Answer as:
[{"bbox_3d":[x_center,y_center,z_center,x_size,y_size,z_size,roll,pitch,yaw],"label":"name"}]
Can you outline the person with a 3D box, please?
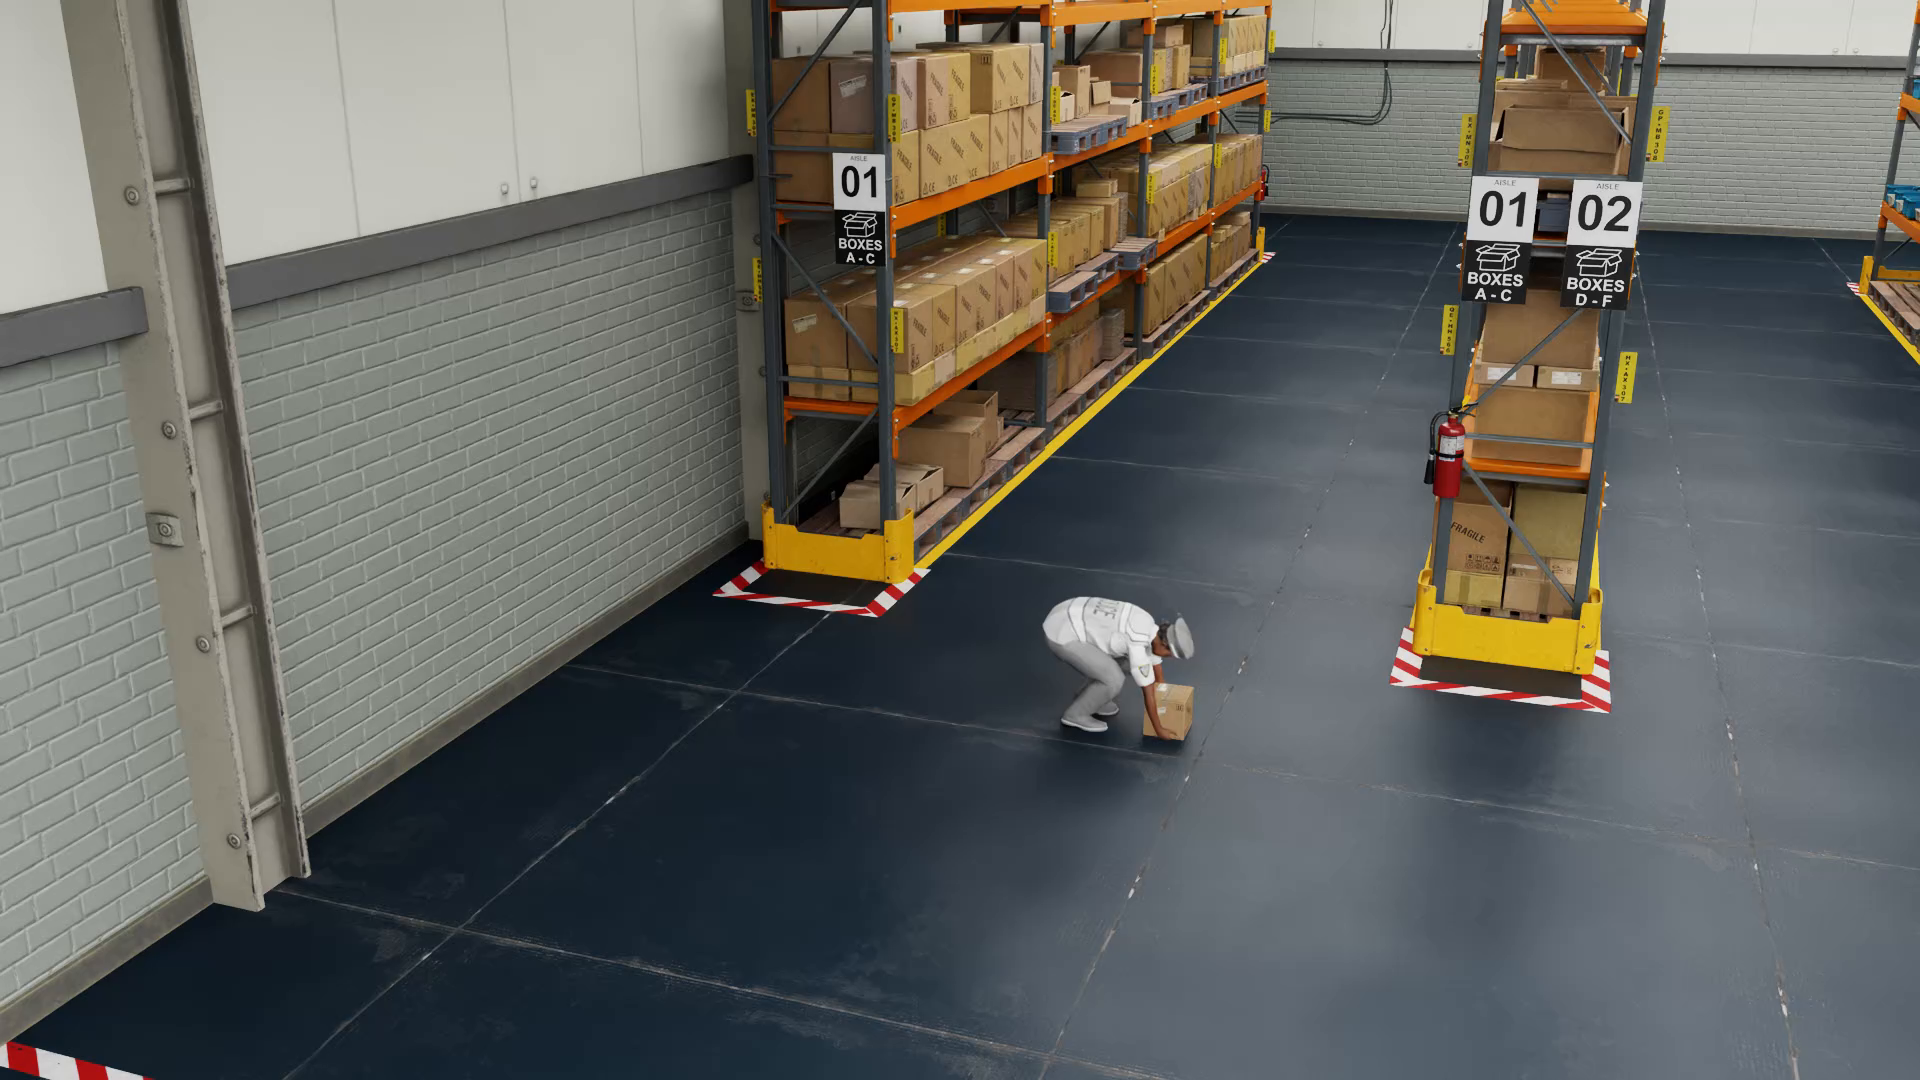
[{"bbox_3d":[0.967,0.770,10.190,0.922,0.812,0.469,6,20,16],"label":"person"}]
